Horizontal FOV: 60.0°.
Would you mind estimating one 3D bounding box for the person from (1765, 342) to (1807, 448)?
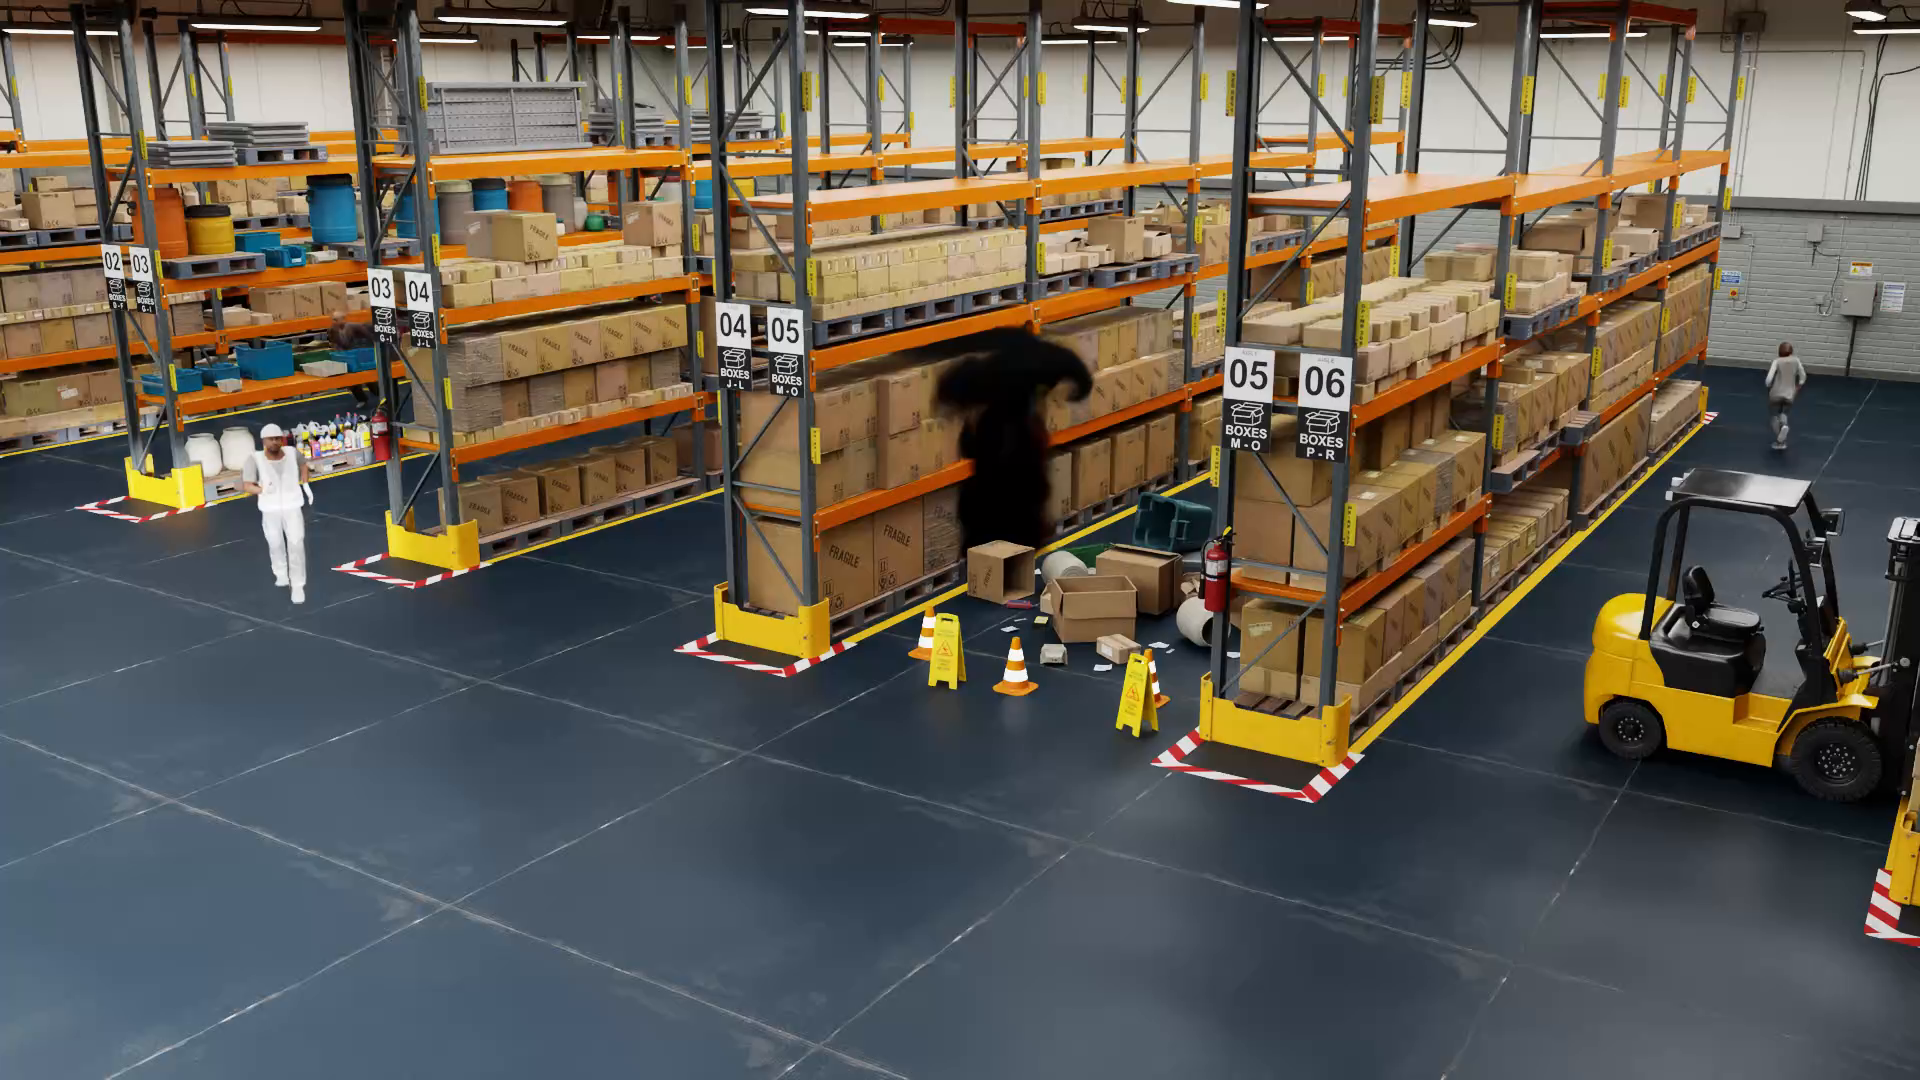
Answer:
[{"bbox_3d":[11.795,-2.062,23.793,0.548,1.531,0.512,2,16,9],"label":"person"}]

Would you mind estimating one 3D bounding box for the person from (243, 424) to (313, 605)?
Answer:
[{"bbox_3d":[-6.908,-0.285,16.913,0.642,1.841,0.879,-6,17,-22],"label":"person"}]

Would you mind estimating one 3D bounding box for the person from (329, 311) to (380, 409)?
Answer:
[{"bbox_3d":[-9.675,-2.825,26.656,0.676,1.447,0.832,1,16,3],"label":"person"}]
